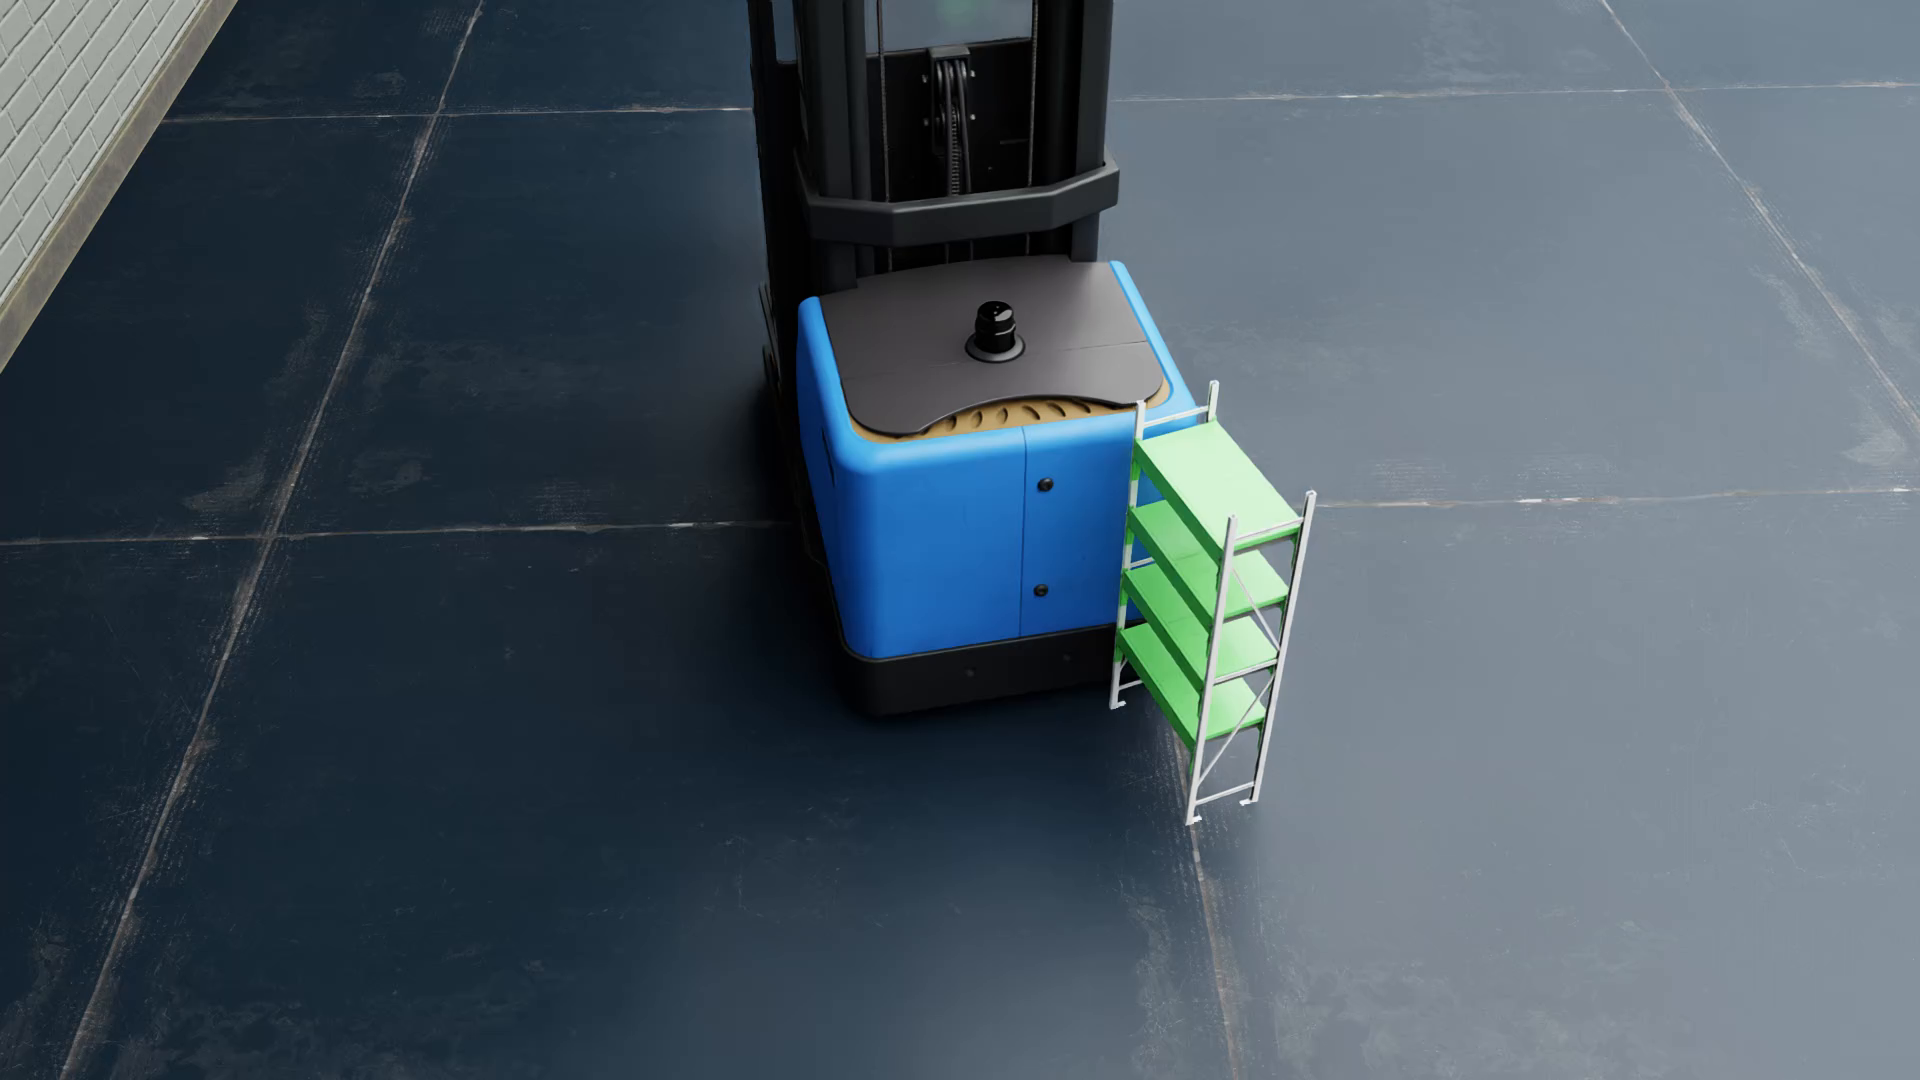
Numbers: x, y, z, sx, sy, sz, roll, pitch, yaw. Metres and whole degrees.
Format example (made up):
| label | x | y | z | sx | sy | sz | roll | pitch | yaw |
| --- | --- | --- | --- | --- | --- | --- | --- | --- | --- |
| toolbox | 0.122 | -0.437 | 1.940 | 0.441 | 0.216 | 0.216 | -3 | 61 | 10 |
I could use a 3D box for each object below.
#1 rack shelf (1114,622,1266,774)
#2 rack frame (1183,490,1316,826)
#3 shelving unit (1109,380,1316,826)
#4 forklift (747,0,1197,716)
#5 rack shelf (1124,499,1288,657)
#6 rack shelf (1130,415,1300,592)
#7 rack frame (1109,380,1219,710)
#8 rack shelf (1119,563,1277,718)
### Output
| label | x | y | z | sx | sy | sz | roll | pitch | yaw |
| --- | --- | --- | --- | --- | --- | --- | --- | --- | --- |
| rack shelf | 0.671 | 0.427 | 4.846 | 0.258 | 0.148 | 0.480 | -16 | 45 | -17 |
| rack frame | 0.765 | 0.355 | 4.474 | 0.240 | 1.200 | 0.015 | -16 | 45 | -17 |
| shelving unit | 0.671 | 0.203 | 4.640 | 0.258 | 1.200 | 0.503 | -16 | 45 | -17 |
| forklift | -0.133 | -1.553 | 5.275 | 1.130 | 2.935 | 3.031 | -8 | 43 | -9 |
| rack shelf | 0.671 | 0.073 | 4.521 | 0.258 | 0.148 | 0.480 | -16 | 45 | -17 |
| rack shelf | 0.671 | -0.103 | 4.359 | 0.258 | 0.148 | 0.480 | -16 | 45 | -17 |
| rack frame | 0.577 | 0.051 | 4.806 | 0.240 | 1.200 | 0.015 | -16 | 45 | -17 |
| rack shelf | 0.671 | 0.250 | 4.683 | 0.258 | 0.148 | 0.480 | -16 | 45 | -17 |
